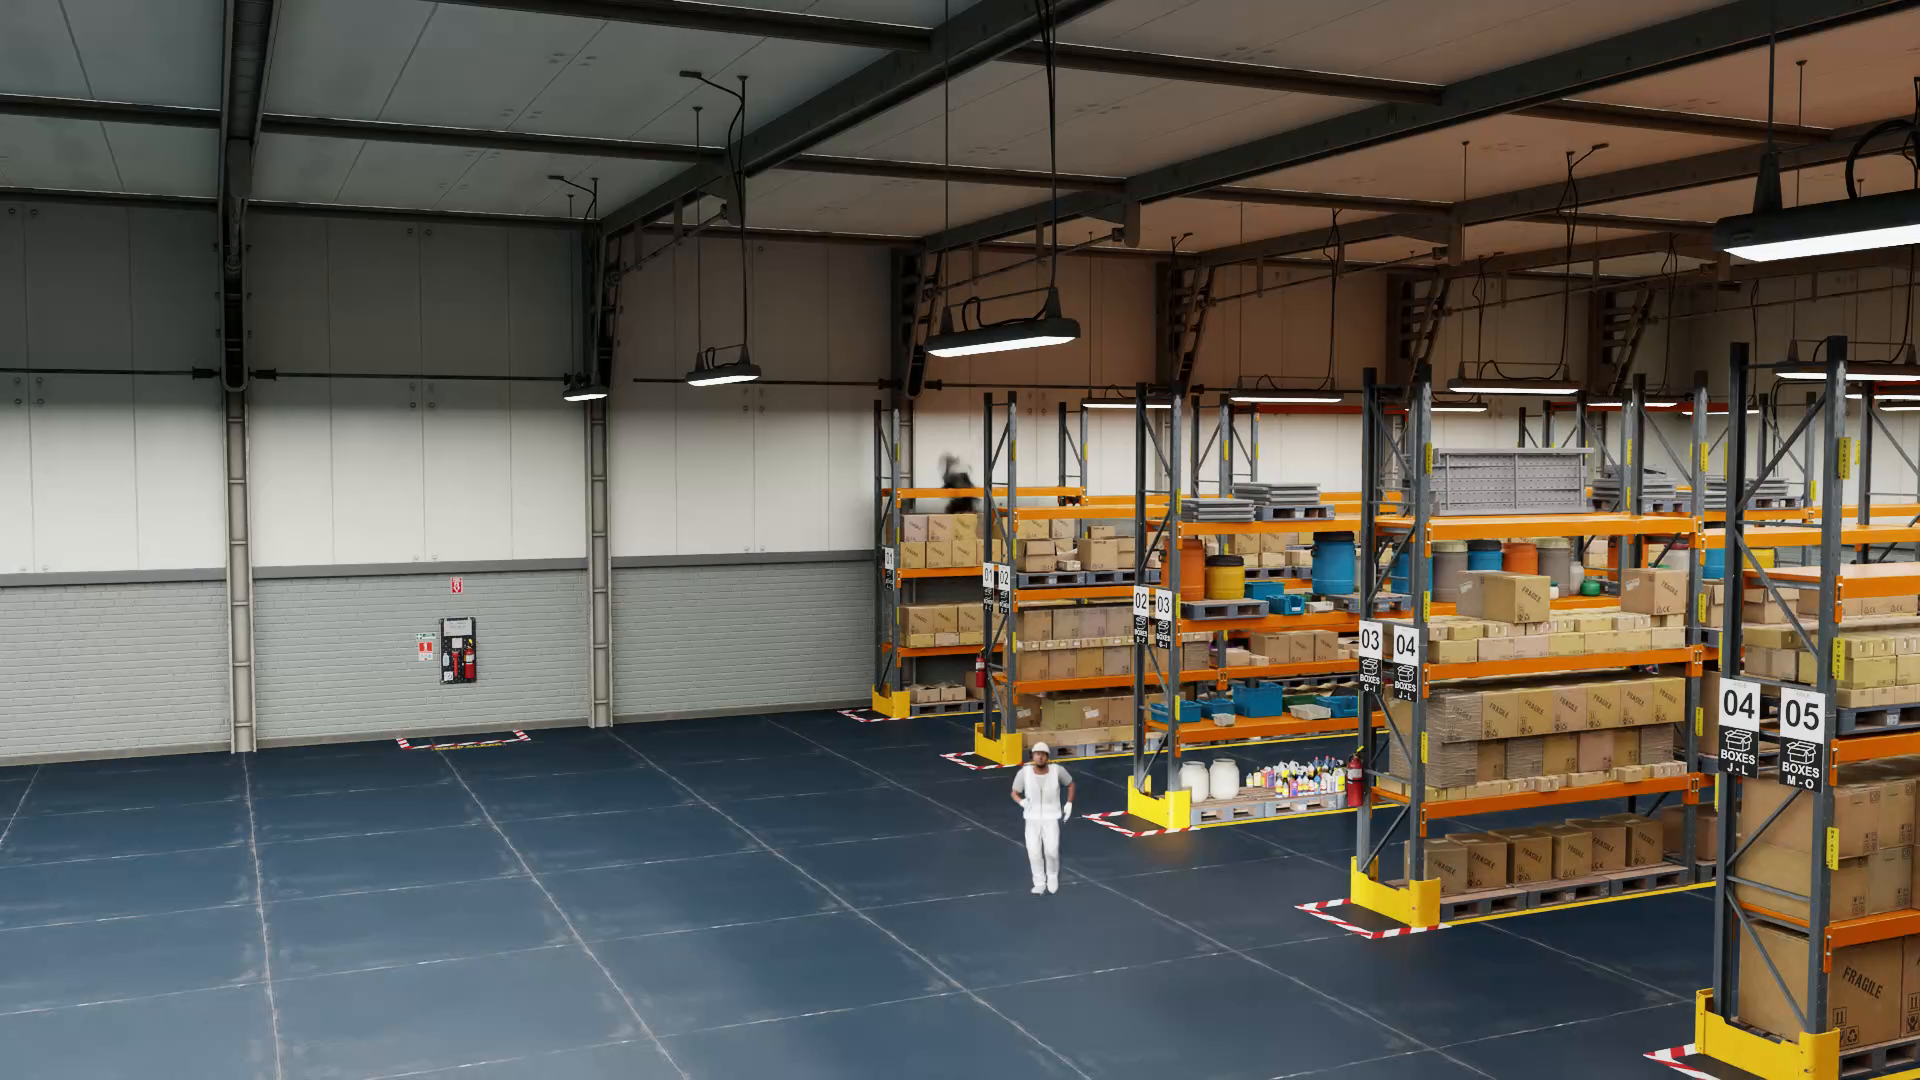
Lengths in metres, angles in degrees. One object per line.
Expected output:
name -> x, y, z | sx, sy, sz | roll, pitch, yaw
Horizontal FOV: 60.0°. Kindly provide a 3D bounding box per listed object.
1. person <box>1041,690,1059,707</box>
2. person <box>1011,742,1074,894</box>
person -> 1.686, 2.588, 29.790 | 0.542, 1.706, 0.642 | -2, 4, -35
person -> 0.922, 3.173, 18.854 | 0.709, 1.754, 0.629 | 0, 3, 8
